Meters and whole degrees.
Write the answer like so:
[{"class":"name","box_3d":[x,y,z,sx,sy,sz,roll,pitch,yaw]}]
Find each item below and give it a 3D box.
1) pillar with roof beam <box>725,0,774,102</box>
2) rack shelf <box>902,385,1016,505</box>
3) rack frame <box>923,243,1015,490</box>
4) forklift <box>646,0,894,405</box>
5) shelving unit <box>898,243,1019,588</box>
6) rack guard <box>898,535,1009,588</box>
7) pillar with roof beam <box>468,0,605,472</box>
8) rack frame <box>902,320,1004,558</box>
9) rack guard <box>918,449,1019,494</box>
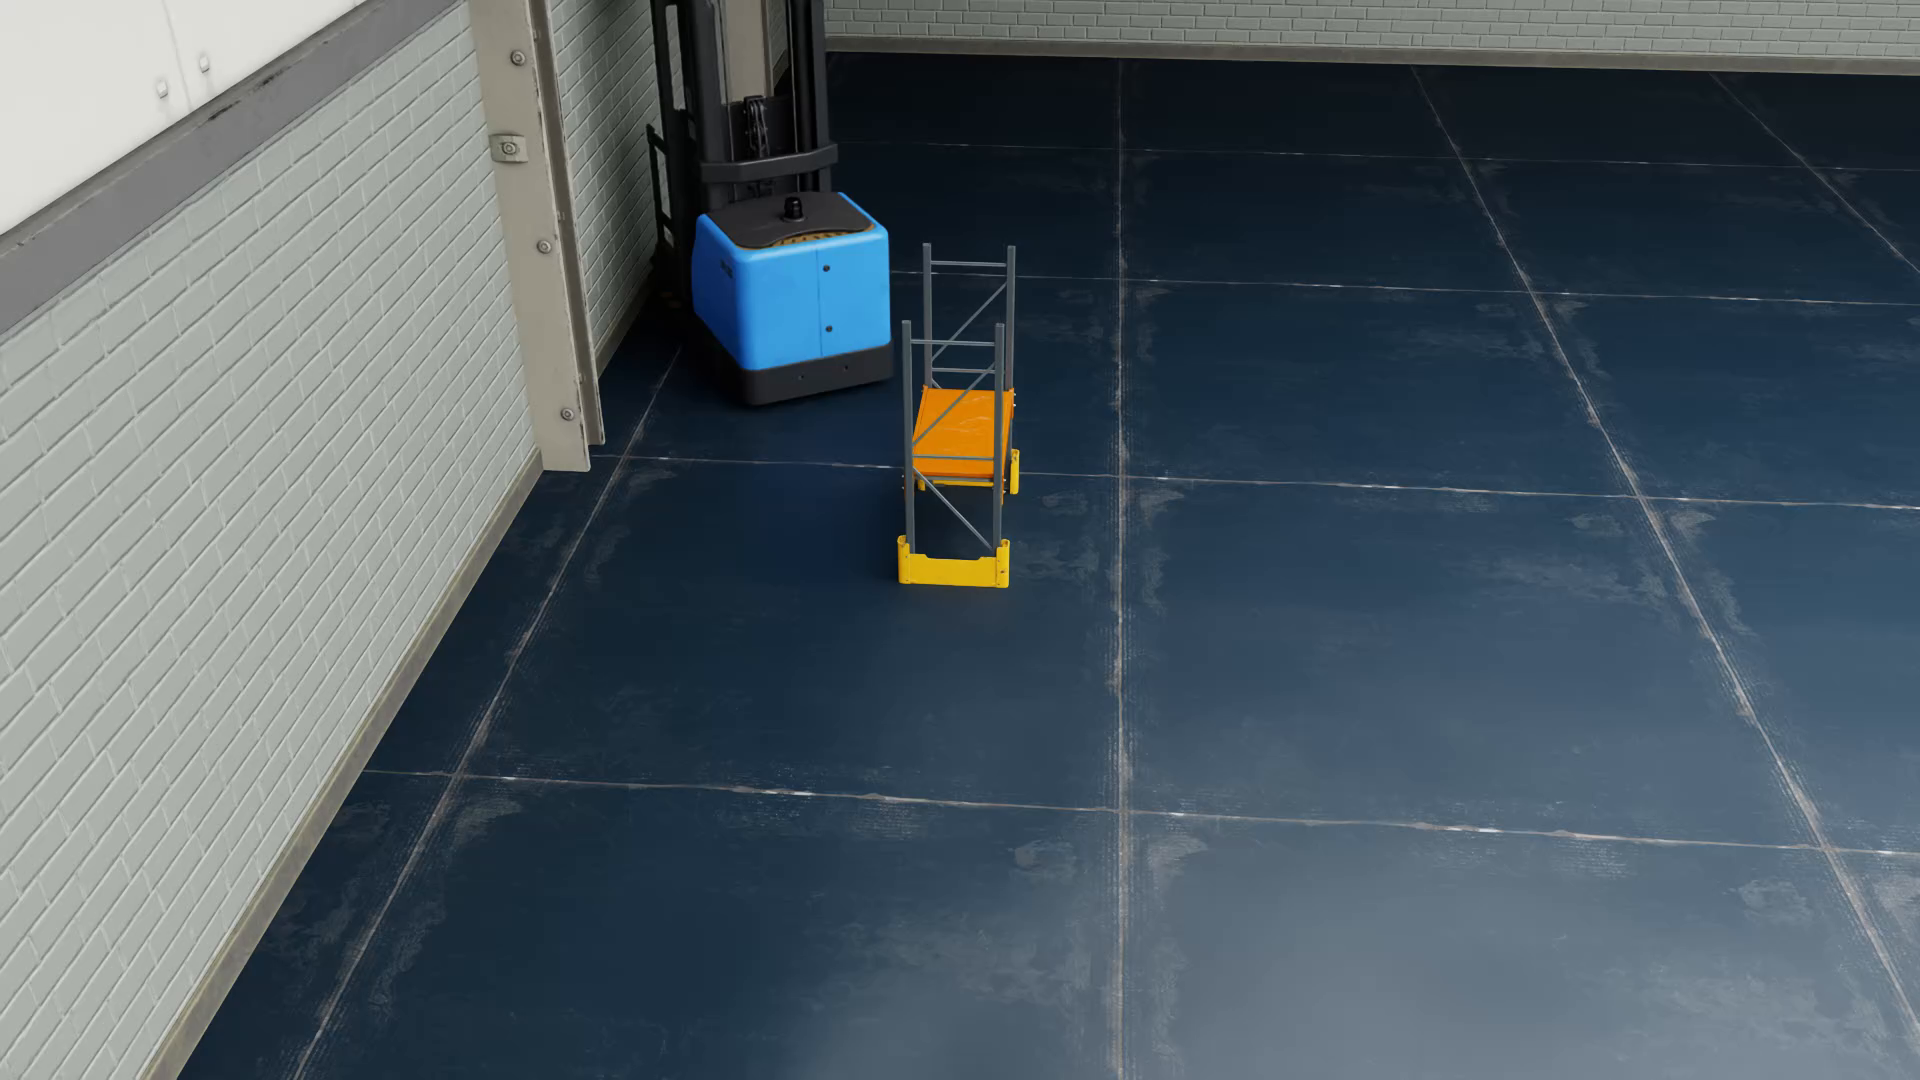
[{"class":"pillar with roof beam","box_3d":[2.426,-7.302,12.521,9.100,9.000,0.400,2,32,4]},{"class":"rack shelf","box_3d":[0.007,-0.530,9.023,0.538,0.185,1.000,2,32,4]},{"class":"rack frame","box_3d":[0.048,-0.949,9.360,0.500,1.500,0.032,2,32,4]},{"class":"forklift","box_3d":[-1.518,-2.852,11.084,1.130,2.935,3.031,-14,34,-21]},{"class":"shelving unit","box_3d":[0.006,-0.678,8.921,0.587,1.500,1.083,2,32,4]},{"class":"rack guard","box_3d":[-0.034,0.114,8.827,0.587,0.250,0.087,2,32,4]},{"class":"pillar with roof beam","box_3d":[1.937,-4.165,7.430,9.100,9.000,0.400,2,32,4]},{"class":"rack frame","box_3d":[-0.034,-0.417,8.498,0.500,1.500,0.032,2,32,4]},{"class":"rack guard","box_3d":[0.047,-0.407,9.672,0.587,0.250,0.087,2,32,4]}]
